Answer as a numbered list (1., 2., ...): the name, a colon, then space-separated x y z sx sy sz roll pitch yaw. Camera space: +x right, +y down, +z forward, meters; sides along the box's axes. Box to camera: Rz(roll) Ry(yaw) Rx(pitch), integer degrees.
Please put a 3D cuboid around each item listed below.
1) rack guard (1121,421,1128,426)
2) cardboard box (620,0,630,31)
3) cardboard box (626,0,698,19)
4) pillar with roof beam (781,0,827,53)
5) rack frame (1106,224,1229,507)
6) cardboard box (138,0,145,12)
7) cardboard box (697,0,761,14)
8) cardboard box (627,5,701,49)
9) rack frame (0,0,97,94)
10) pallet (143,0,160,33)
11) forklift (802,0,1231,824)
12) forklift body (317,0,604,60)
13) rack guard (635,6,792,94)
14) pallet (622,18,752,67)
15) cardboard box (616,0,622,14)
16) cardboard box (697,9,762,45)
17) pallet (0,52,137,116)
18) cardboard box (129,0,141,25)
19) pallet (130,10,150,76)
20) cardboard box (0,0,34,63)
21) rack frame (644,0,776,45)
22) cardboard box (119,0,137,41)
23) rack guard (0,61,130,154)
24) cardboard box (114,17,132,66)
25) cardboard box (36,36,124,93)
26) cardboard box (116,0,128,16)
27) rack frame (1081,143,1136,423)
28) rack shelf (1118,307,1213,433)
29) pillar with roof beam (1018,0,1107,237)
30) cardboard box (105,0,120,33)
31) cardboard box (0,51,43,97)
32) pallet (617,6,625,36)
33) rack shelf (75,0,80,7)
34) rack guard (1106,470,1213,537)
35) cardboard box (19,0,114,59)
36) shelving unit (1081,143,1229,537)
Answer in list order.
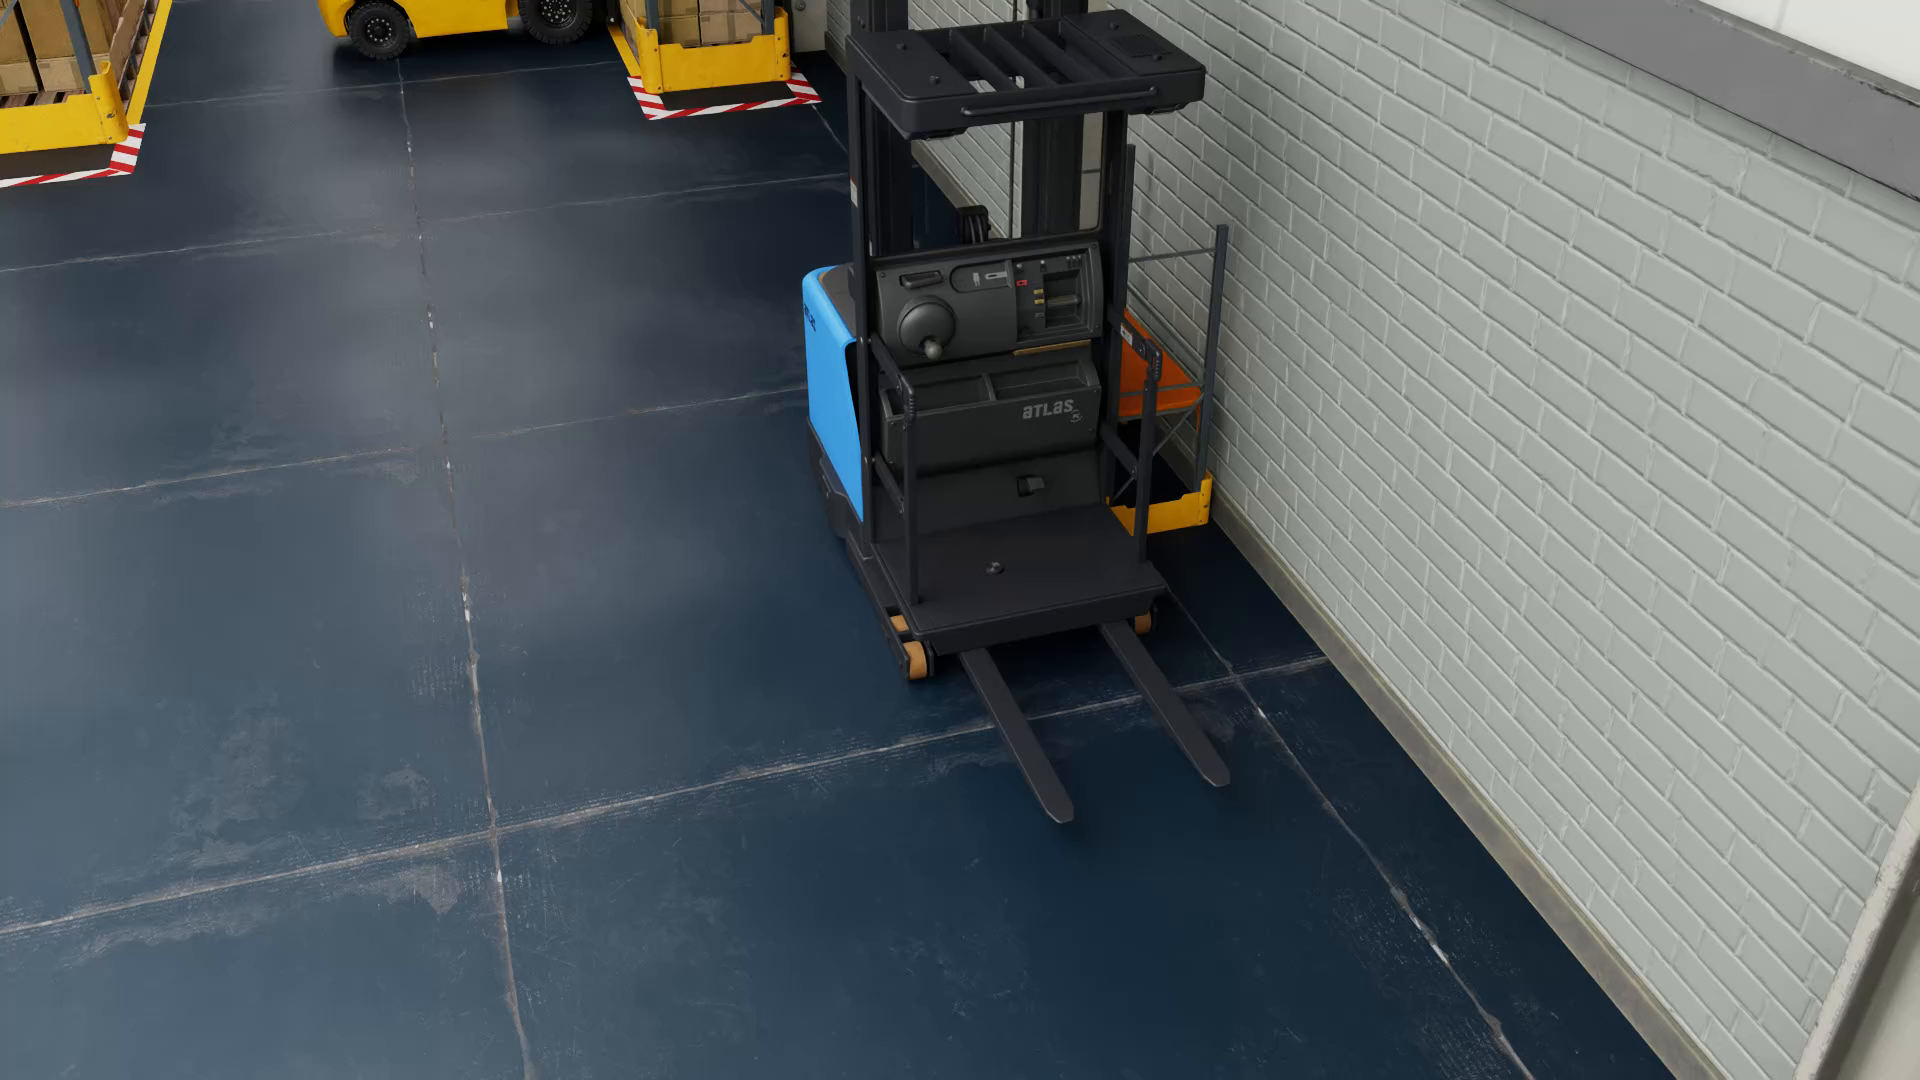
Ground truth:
1. rack guard: 0.587 -0.680 8.552 0.587 0.250 0.087 -10 35 -15
2. cardboard box: -2.541 -4.431 13.848 0.500 0.250 0.500 -10 35 -15
3. cardboard box: -2.401 -4.386 13.327 0.500 0.250 0.500 -10 35 -15
4. pillar with roof beam: -5.408 -7.243 10.548 9.100 9.000 0.400 -10 35 -15
5. rack frame: 0.895 -0.668 7.400 0.500 1.500 0.032 -10 35 -15
6. cardboard box: -7.292 -4.695 14.248 0.500 0.250 0.500 -11 35 -16
7. cardboard box: -1.900 -4.465 13.446 0.500 0.250 0.500 -9 35 -14
8. cardboard box: -2.399 -4.168 13.451 0.500 0.250 0.500 -10 35 -14
9. rack frame: -6.680 -4.110 11.249 1.000 3.000 0.127 -10 35 -15
10. pallet: -7.662 -4.700 14.672 1.003 0.211 1.213 -10 35 -15
11. forklift: 0.195 -0.893 6.442 1.130 2.935 3.031 -10 35 -15
12. forklift body: -4.270 -5.281 13.792 2.313 2.155 1.214 -10 35 -15
13. rack guard: -1.947 -3.891 13.185 1.175 0.500 0.348 -10 35 -15
14. pallet: -2.228 -4.178 13.881 1.003 0.211 1.213 -10 35 -15
15. cardboard box: -2.685 -4.695 14.248 0.500 0.250 0.500 -10 35 -14
16. cardboard box: -1.918 -4.266 13.598 0.500 0.250 0.500 -10 35 -15
17. pallet: -6.918 -3.419 12.733 1.003 0.211 1.213 -10 35 -15
18. cardboard box: -7.142 -4.427 13.843 0.500 0.250 0.500 -9 35 -14
19. pallet: -7.286 -4.059 13.700 1.003 0.211 1.213 -10 35 -15
20. cardboard box: -7.173 -3.828 12.255 0.500 0.500 0.500 -10 35 -14
21. rack frame: -1.954 -4.947 12.515 1.000 3.000 0.127 -10 35 -15
22. cardboard box: -6.990 -4.162 13.441 0.500 0.250 0.500 -8 34 -12
23. rack guard: -6.704 -3.107 11.999 1.175 0.500 0.348 -10 35 -15
24. cardboard box: -6.812 -3.877 13.010 0.500 0.250 0.500 -9 34 -13
25. cardboard box: -6.663 -3.608 12.603 0.500 0.250 0.500 -10 35 -15
26. cardboard box: -6.980 -4.472 13.230 0.500 0.500 0.500 -9 35 -14
27. rack frame: 0.587 -1.202 8.209 0.500 1.500 0.032 -10 35 -15
28. rack shelf: 0.741 -0.785 7.904 0.538 0.185 1.000 -10 35 -15
29. pillar with roof beam: -3.578 -4.093 5.781 9.100 9.000 0.400 -10 35 -15
30. cardboard box: -6.835 -4.207 12.829 0.500 0.500 0.500 -11 35 -17
31. cardboard box: -7.190 -3.530 12.484 0.500 0.250 0.500 -10 35 -15
32. pallet: -2.596 -4.817 14.849 1.003 0.211 1.213 -10 35 -15
33. rack shelf: -7.290 -4.860 13.037 1.077 0.370 4.000 -10 35 -15
34. rack guard: 0.889 -0.157 7.760 0.587 0.250 0.087 -10 35 -15
35. cardboard box: -6.671 -3.933 12.415 0.500 0.500 0.500 -11 35 -16
36. shelving unit: 0.738 -0.940 7.812 0.587 1.500 1.083 -10 35 -15
